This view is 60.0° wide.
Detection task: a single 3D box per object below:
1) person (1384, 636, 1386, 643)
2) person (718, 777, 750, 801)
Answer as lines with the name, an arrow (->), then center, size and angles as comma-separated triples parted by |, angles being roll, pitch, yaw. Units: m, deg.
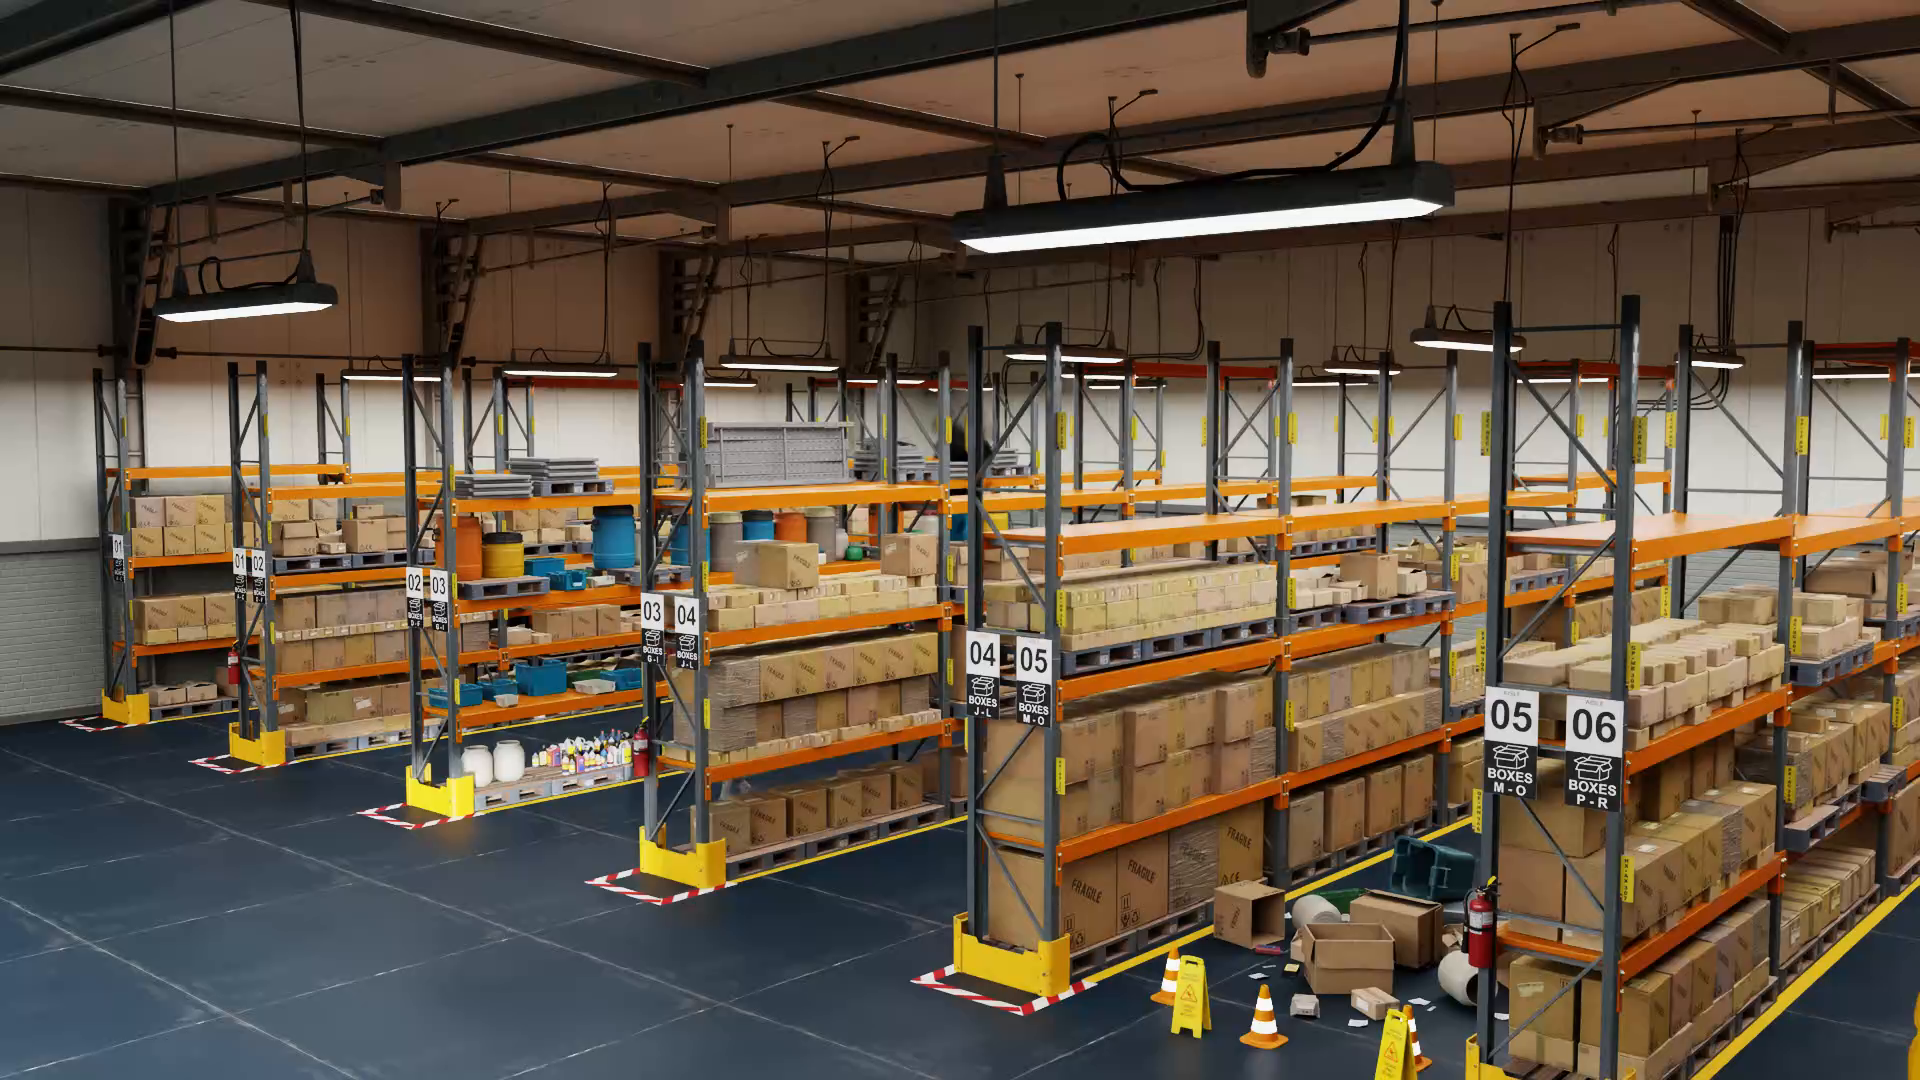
person -> 6.895, 2.346, 27.395 | 0.583, 1.625, 0.553 | 3, 5, 32
person -> -3.013, 2.694, 21.796 | 0.612, 1.702, 0.919 | 2, 5, 29
